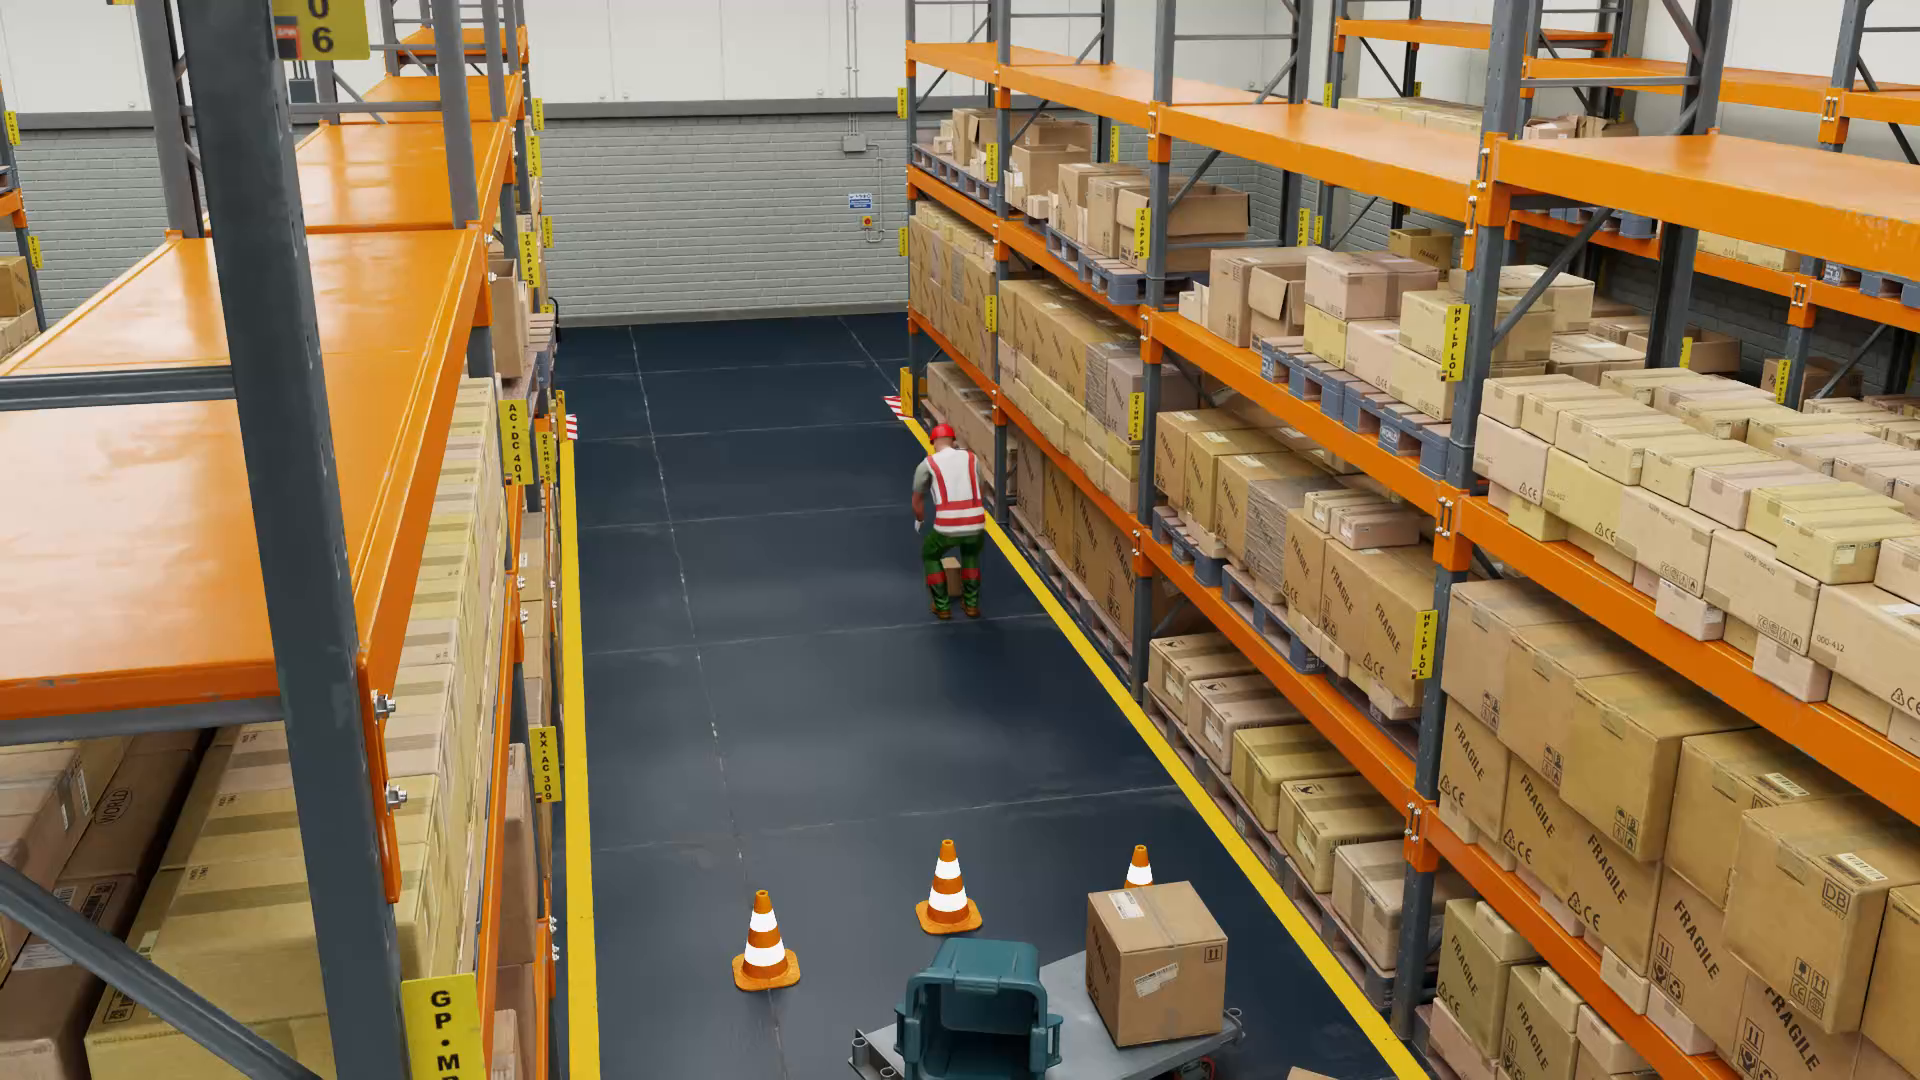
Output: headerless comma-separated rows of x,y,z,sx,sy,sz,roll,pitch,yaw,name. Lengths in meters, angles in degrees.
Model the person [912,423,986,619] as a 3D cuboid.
-0.084,-0.141,13.188,0.581,1.500,0.711,-4,20,-12,person
